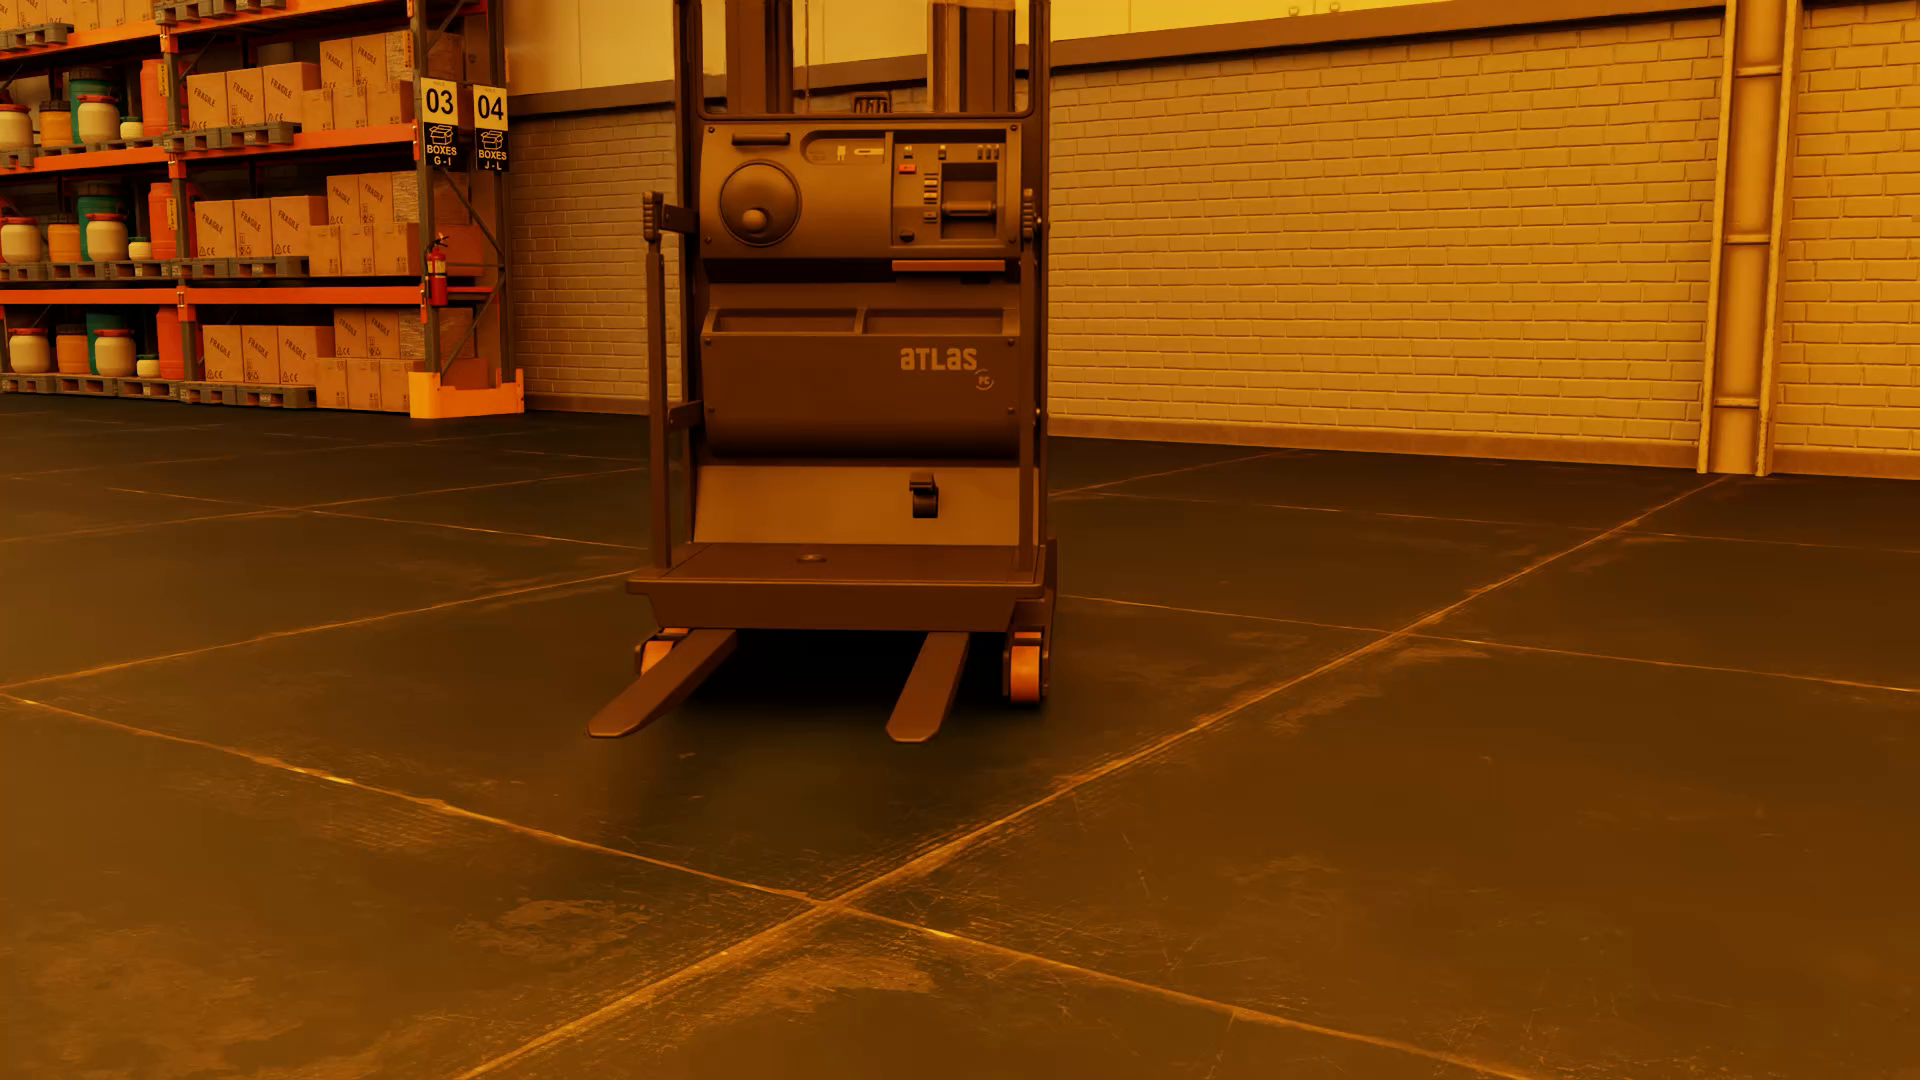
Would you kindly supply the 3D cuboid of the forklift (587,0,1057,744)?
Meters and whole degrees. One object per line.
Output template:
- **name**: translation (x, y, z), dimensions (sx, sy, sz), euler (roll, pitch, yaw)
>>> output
- **forklift**: translation (-0.299, -1.053, 4.598), dimensions (1.130, 2.935, 3.031), euler (1, 8, 4)
